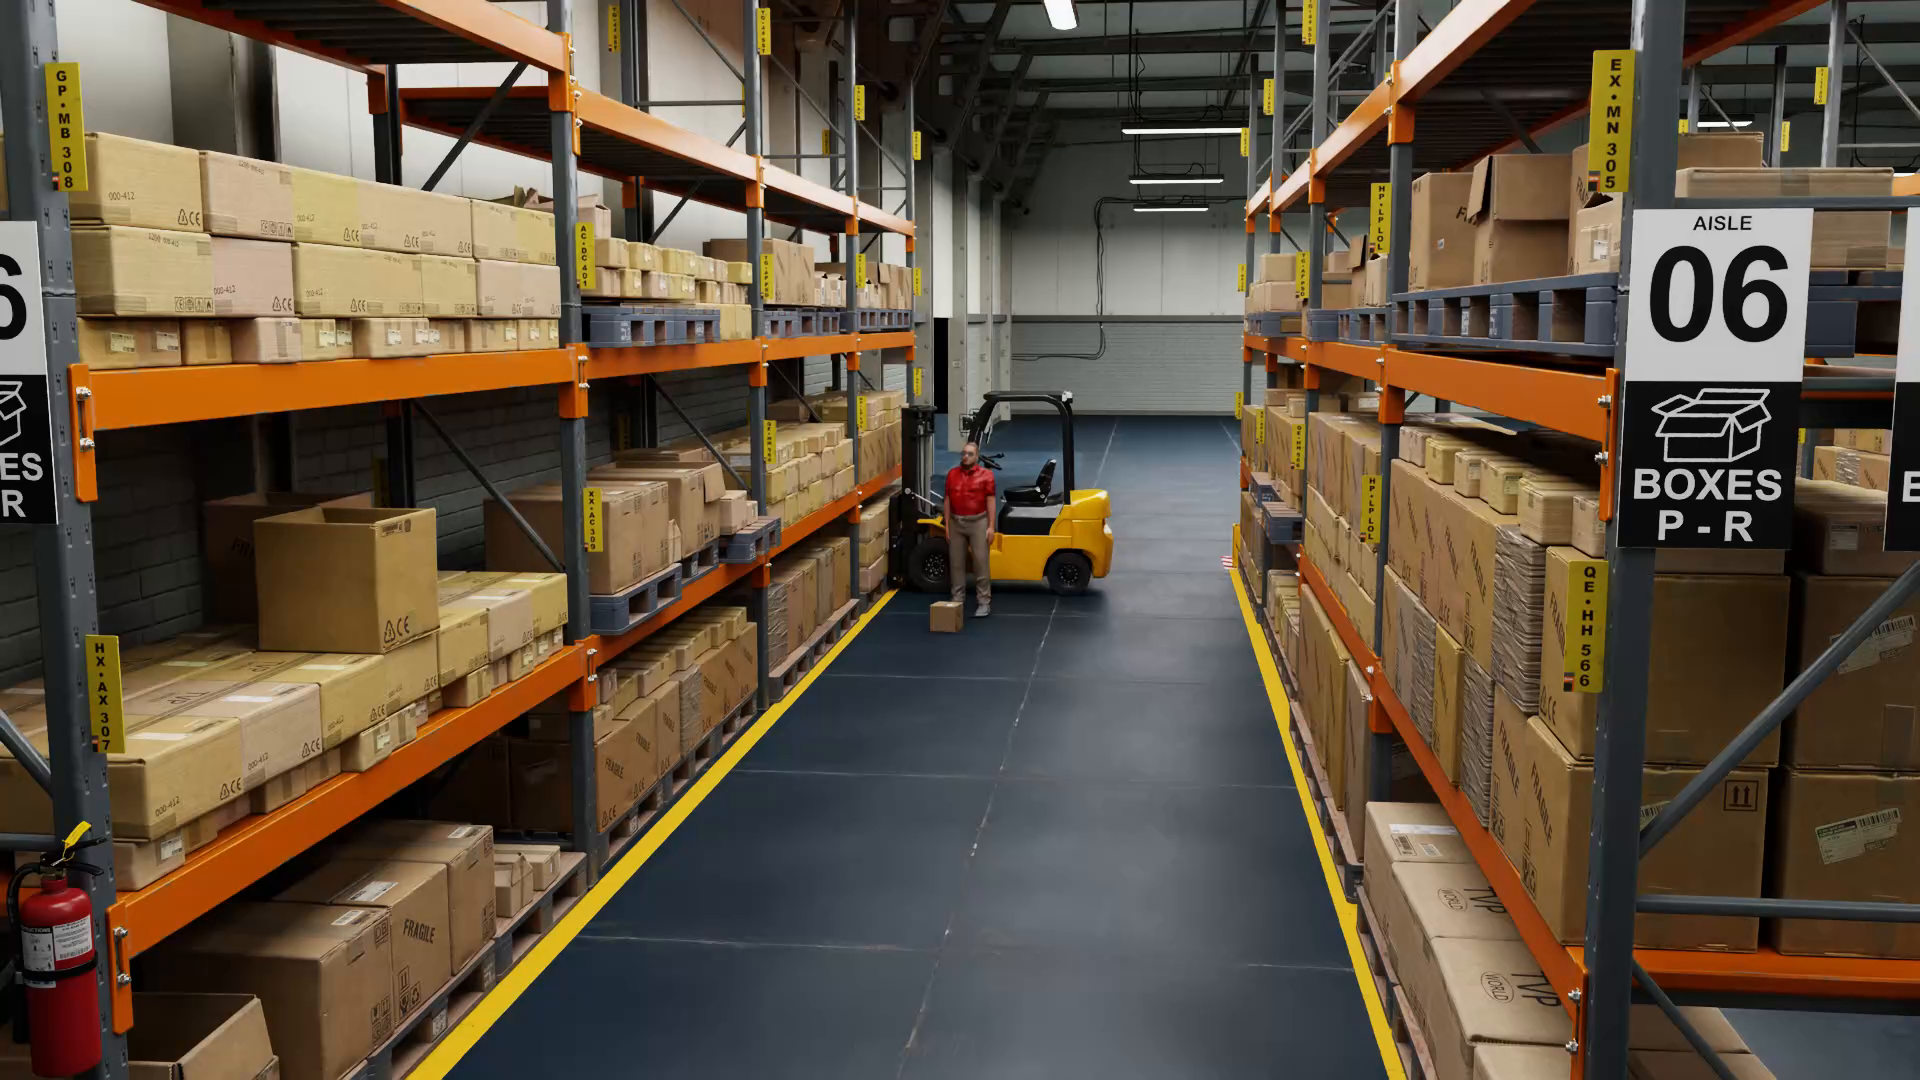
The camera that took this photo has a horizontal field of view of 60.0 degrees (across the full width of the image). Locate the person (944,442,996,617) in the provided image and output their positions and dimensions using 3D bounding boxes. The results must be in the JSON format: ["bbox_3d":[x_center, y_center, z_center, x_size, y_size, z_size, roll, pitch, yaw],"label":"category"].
[{"bbox_3d":[0.086,-0.112,16.629,0.537,1.728,0.362,2,8,16],"label":"person"}]
